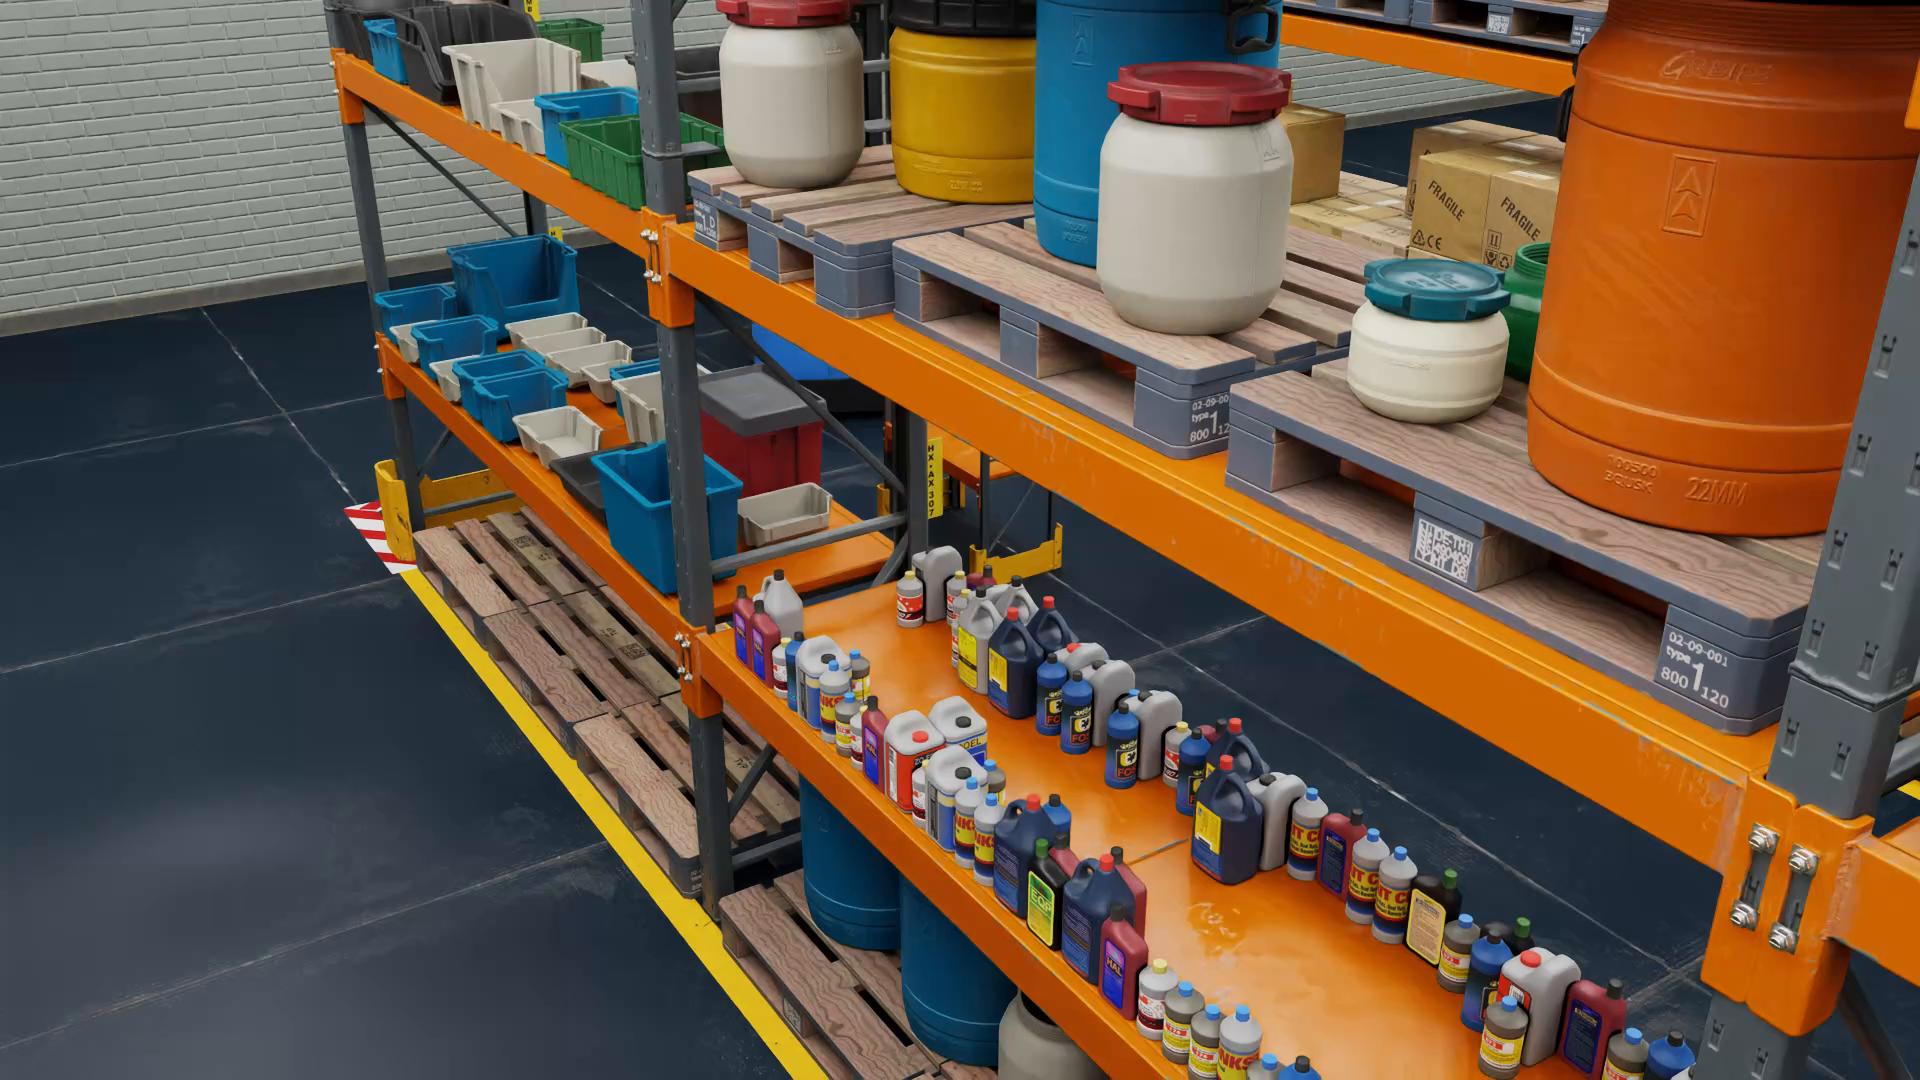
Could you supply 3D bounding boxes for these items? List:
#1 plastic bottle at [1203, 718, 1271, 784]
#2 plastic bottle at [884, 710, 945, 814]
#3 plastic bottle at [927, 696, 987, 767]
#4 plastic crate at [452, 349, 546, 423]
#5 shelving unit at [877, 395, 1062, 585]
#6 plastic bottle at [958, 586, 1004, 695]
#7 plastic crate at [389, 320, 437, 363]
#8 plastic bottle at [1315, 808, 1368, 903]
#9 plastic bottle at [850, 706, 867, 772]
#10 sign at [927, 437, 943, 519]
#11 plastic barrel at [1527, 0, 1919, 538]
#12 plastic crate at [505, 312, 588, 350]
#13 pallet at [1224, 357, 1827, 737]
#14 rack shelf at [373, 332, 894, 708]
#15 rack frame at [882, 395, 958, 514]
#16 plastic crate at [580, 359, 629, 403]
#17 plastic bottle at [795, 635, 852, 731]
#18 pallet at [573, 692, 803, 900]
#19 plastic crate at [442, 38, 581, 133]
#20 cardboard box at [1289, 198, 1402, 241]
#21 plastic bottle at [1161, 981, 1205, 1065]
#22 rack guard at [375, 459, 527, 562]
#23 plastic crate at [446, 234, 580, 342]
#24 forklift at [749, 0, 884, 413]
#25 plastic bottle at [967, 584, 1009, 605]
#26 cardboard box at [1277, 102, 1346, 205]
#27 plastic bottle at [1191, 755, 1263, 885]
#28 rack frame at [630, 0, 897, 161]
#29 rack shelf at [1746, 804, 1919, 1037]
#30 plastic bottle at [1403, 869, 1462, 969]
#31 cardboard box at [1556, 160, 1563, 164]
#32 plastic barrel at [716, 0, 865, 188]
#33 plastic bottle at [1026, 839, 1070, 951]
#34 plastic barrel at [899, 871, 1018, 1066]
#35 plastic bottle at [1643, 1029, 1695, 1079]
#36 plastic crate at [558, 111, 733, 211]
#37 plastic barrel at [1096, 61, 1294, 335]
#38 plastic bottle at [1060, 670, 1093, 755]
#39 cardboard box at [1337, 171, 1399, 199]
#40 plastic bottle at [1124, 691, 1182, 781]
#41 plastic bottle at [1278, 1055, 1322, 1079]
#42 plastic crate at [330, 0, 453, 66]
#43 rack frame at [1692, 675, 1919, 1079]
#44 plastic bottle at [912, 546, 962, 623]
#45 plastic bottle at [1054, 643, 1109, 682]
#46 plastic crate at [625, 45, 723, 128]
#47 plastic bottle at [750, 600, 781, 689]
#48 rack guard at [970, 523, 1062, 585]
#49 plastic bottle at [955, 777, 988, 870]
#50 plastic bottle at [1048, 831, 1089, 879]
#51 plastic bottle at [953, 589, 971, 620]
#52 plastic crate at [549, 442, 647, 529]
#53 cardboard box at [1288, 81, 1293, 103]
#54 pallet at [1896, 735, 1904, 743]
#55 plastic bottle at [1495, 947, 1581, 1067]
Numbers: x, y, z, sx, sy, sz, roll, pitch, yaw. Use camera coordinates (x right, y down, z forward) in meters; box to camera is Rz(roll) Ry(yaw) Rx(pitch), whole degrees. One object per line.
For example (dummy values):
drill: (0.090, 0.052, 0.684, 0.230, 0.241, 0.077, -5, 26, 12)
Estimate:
plastic bottle: (0.805, 0.687, 4.838, 0.144, 0.351, 0.185, -16, 29, -30)
plastic bottle: (-0.134, 0.660, 4.983, 0.152, 0.276, 0.135, -16, 29, -30)
plastic bottle: (-0.006, 0.625, 5.058, 0.152, 0.276, 0.135, -16, 29, -30)
plastic crate: (-2.178, -0.728, 7.904, 0.416, 0.233, 0.300, -16, 29, -30)
shelving unit: (0.042, -0.651, 9.372, 0.587, 1.500, 1.083, -16, 29, -30)
plastic bottle: (0.083, 0.327, 5.602, 0.144, 0.351, 0.185, -16, 29, -30)
plastic crate: (-2.791, -1.021, 8.638, 0.250, 0.136, 0.298, -16, 29, -30)
plastic bottle: (1.053, 0.848, 4.577, 0.061, 0.283, 0.133, -16, 29, -30)
plastic bottle: (-0.293, 0.611, 5.175, 0.097, 0.201, 0.097, 0, 25, 0)
sign: (-0.111, -0.234, 6.408, 0.100, 0.325, 0.005, -16, 29, -30)
plastic barrel: (1.304, -0.495, 2.776, 0.600, 0.830, 0.708, -16, 29, -30)
plastic crate: (-2.159, -1.071, 8.743, 0.396, 0.136, 0.243, -16, 29, -30)
pallet: (1.275, -0.118, 3.194, 1.003, 0.211, 1.213, -16, 29, -30)
rack shelf: (-1.664, -0.372, 7.866, 1.077, 0.370, 4.000, -16, 29, -30)
rack frame: (-0.231, -0.830, 9.750, 0.500, 1.500, 0.032, -16, 29, -30)
plastic crate: (-1.663, -0.768, 8.102, 0.298, 0.136, 0.250, -16, 29, -30)
plastic bottle: (-0.439, 0.460, 5.408, 0.152, 0.276, 0.135, -16, 29, -30)
pallet: (-1.006, 1.025, 7.330, 1.003, 0.211, 1.213, -16, 29, -30)
plastic crate: (-1.805, -1.850, 6.781, 0.437, 0.282, 0.530, -16, 29, -30)
cardboard box: (2.279, -1.848, 9.979, 0.500, 0.250, 0.500, -16, 30, -31)
plastic bottle: (0.540, 1.157, 4.019, 0.097, 0.201, 0.097, 0, 25, 0)
rack guard: (-2.780, -0.287, 9.773, 1.175, 0.500, 0.348, -16, 29, -30)
plastic crate: (-2.417, -1.379, 9.046, 0.616, 0.435, 0.499, -16, 29, -30)
forklift: (-1.012, -2.781, 12.207, 1.130, 2.935, 3.031, -2, 25, -4)
plastic bottle: (0.113, 0.271, 5.808, 0.152, 0.276, 0.135, -16, 29, -30)
cardboard box: (1.990, -2.375, 10.216, 0.500, 0.500, 0.500, -16, 30, -31)
plastic bottle: (0.751, 0.771, 4.661, 0.144, 0.351, 0.185, -16, 29, -30)
rack frame: (-0.573, -2.694, 4.917, 1.000, 3.000, 0.127, -16, 29, -30)
rack shelf: (2.703, 1.133, 1.164, 1.077, 0.370, 4.000, -16, 29, -30)
plastic bottle: (1.232, 0.965, 4.328, 0.061, 0.283, 0.133, -16, 29, -30)
cardboard box: (3.530, -1.773, 8.940, 0.500, 0.500, 0.500, -16, 29, -30)
plastic barrel: (-0.495, -1.343, 4.916, 0.433, 0.535, 0.433, 0, 25, 0)
plastic bottle: (0.235, 0.934, 4.394, 0.061, 0.283, 0.133, -16, 29, -30)
plastic barrel: (0.097, 1.229, 5.598, 0.600, 0.901, 0.708, -16, 29, -30)
plastic bottle: (1.605, 1.229, 3.783, 0.097, 0.271, 0.097, 0, 25, 0)
plastic crate: (-1.057, -1.323, 5.774, 0.450, 0.188, 0.662, -16, 29, -30)
plastic barrel: (0.517, -0.758, 3.676, 0.433, 0.535, 0.433, 0, 25, 0)
plastic bottle: (0.367, 0.537, 5.249, 0.097, 0.271, 0.097, 0, 25, 0)
cardboard box: (2.435, -2.158, 10.635, 0.500, 0.250, 0.500, -17, 30, -31)
plastic bottle: (0.588, 0.582, 5.148, 0.152, 0.276, 0.135, -16, 29, -30)
plastic bottle: (0.753, 1.264, 3.709, 0.097, 0.271, 0.097, 0, 25, 0)
plastic crate: (-2.779, -2.507, 8.186, 0.497, 0.269, 0.590, -16, 29, -30)
rack frame: (1.611, 1.449, 3.167, 1.000, 3.000, 0.127, -16, 29, -30)
plastic bottle: (-0.087, 0.140, 6.085, 0.152, 0.276, 0.135, -16, 29, -30)
plastic bottle: (0.388, 0.451, 5.426, 0.152, 0.276, 0.135, -16, 29, -30)
plastic crate: (-1.021, -1.787, 6.661, 0.497, 0.269, 0.590, -16, 29, -30)
plastic bottle: (-0.657, 0.349, 5.633, 0.061, 0.283, 0.133, -16, 29, -30)
rack guard: (0.313, 0.092, 9.262, 0.587, 0.250, 0.087, -16, 29, -30)
plastic bottle: (0.033, 0.793, 4.707, 0.097, 0.271, 0.097, 0, 25, 0)
plastic bottle: (0.286, 0.920, 4.424, 0.061, 0.283, 0.133, -16, 29, -30)
plastic bottle: (0.022, 0.271, 5.895, 0.097, 0.201, 0.097, 0, 25, 0)
plastic crate: (-1.409, -0.222, 6.959, 0.437, 0.125, 0.590, -16, 29, -30)
cardboard box: (1.880, -2.859, 11.242, 0.500, 0.500, 0.500, -15, 29, -29)
pallet: (4.732, 0.820, 7.765, 1.003, 0.211, 1.213, -16, 29, -30)
plastic bottle: (1.393, 1.110, 4.031, 0.152, 0.276, 0.135, -16, 29, -30)
